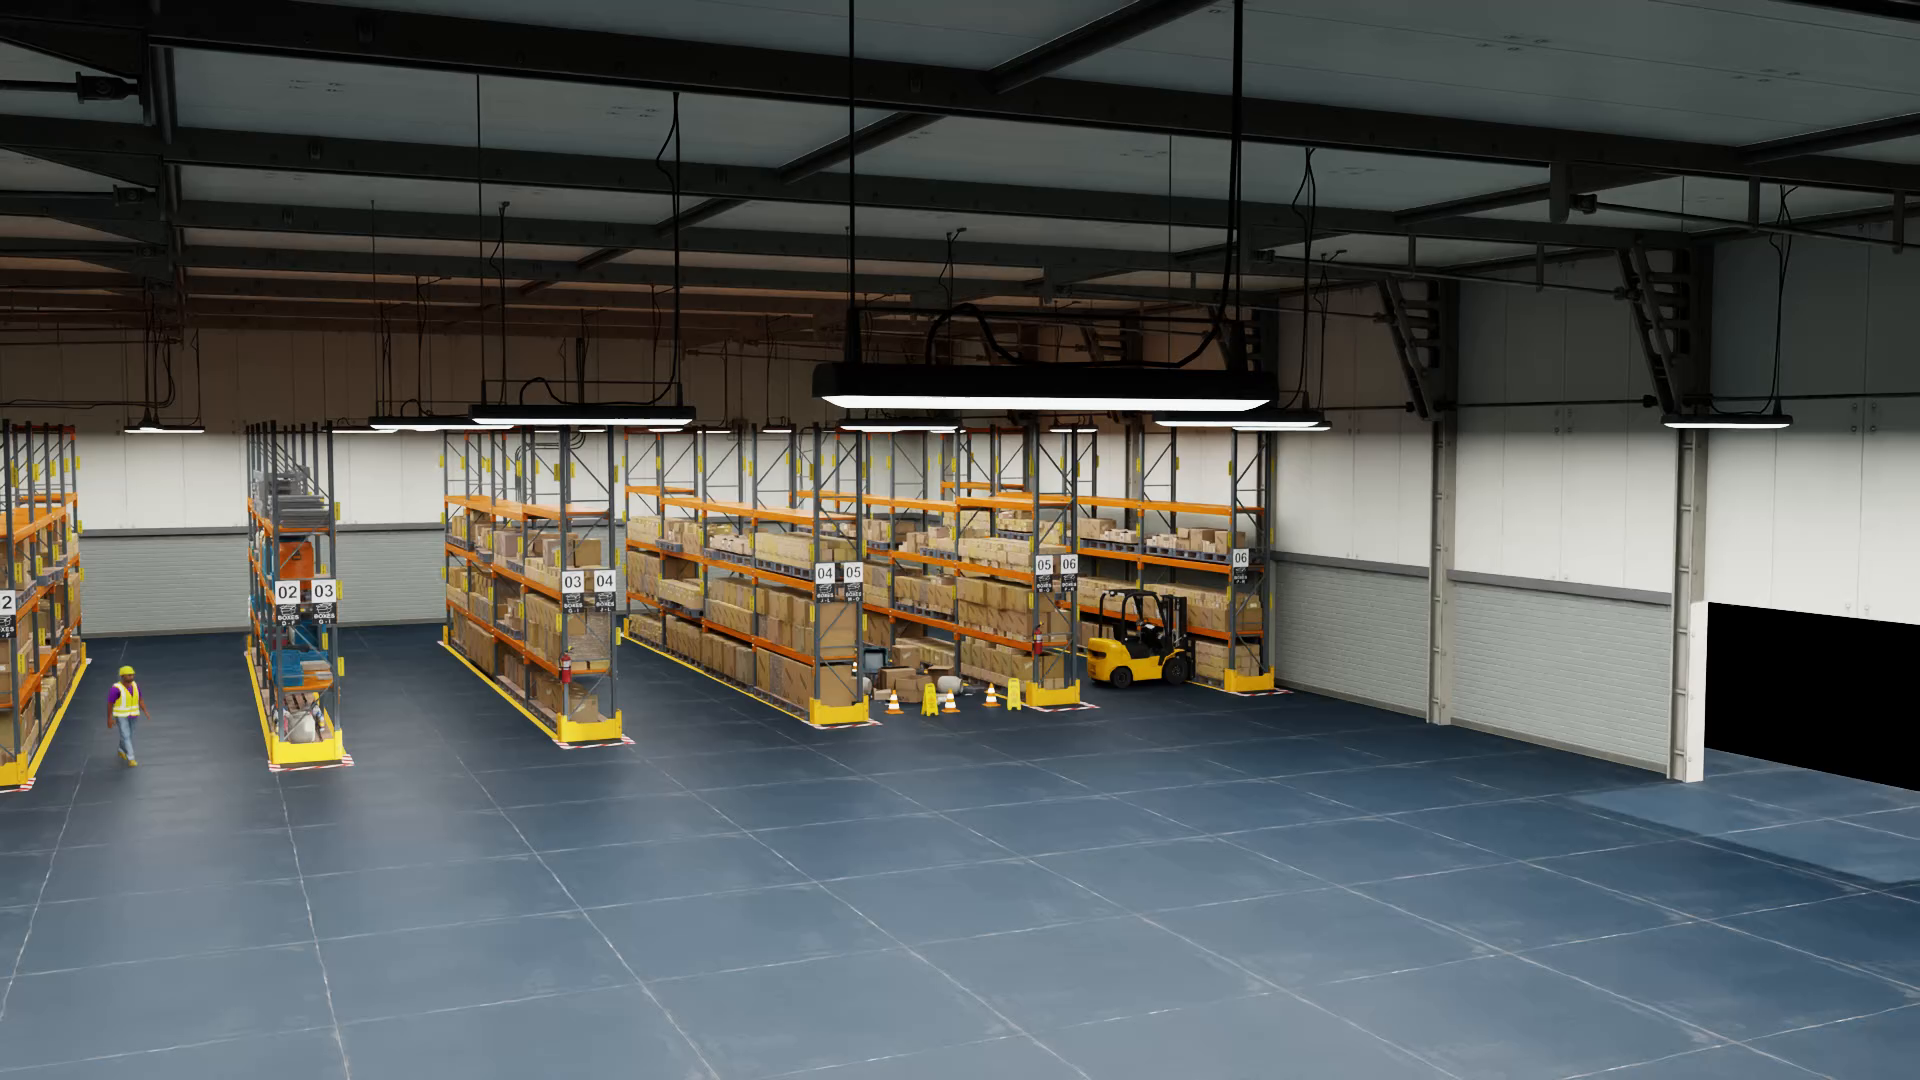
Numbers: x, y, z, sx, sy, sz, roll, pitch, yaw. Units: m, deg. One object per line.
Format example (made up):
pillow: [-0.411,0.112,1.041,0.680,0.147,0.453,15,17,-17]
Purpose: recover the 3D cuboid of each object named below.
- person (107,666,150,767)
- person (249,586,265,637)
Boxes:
person: [-14.475,3.044,28.911,1.122,1.707,0.660,3,5,40]
person: [-18.990,2.081,44.985,0.433,1.685,0.507,-2,4,-24]
